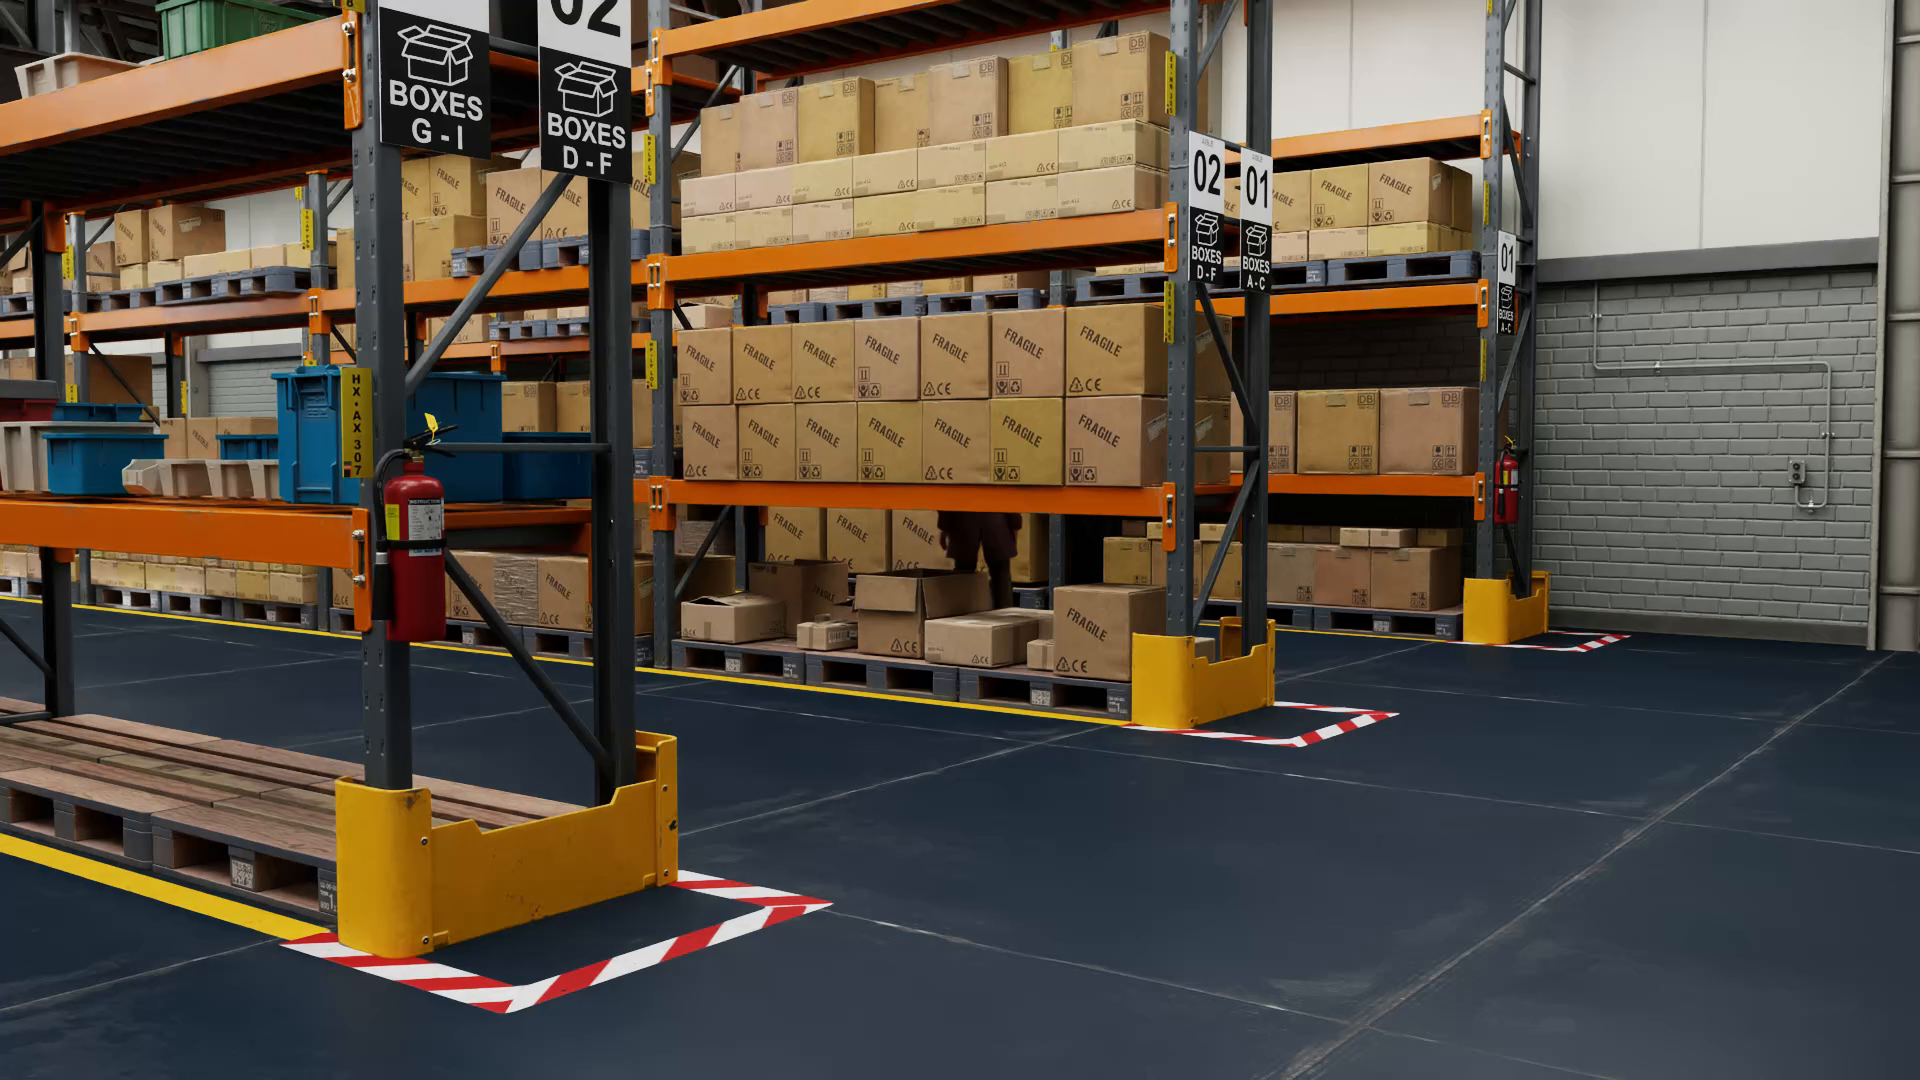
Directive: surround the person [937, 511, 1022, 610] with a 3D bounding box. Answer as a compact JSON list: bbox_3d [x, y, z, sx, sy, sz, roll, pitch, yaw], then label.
[{"bbox_3d":[0.149,-0.049,12.346,0.646,1.822,0.415,0,3,-2],"label":"person"}]
